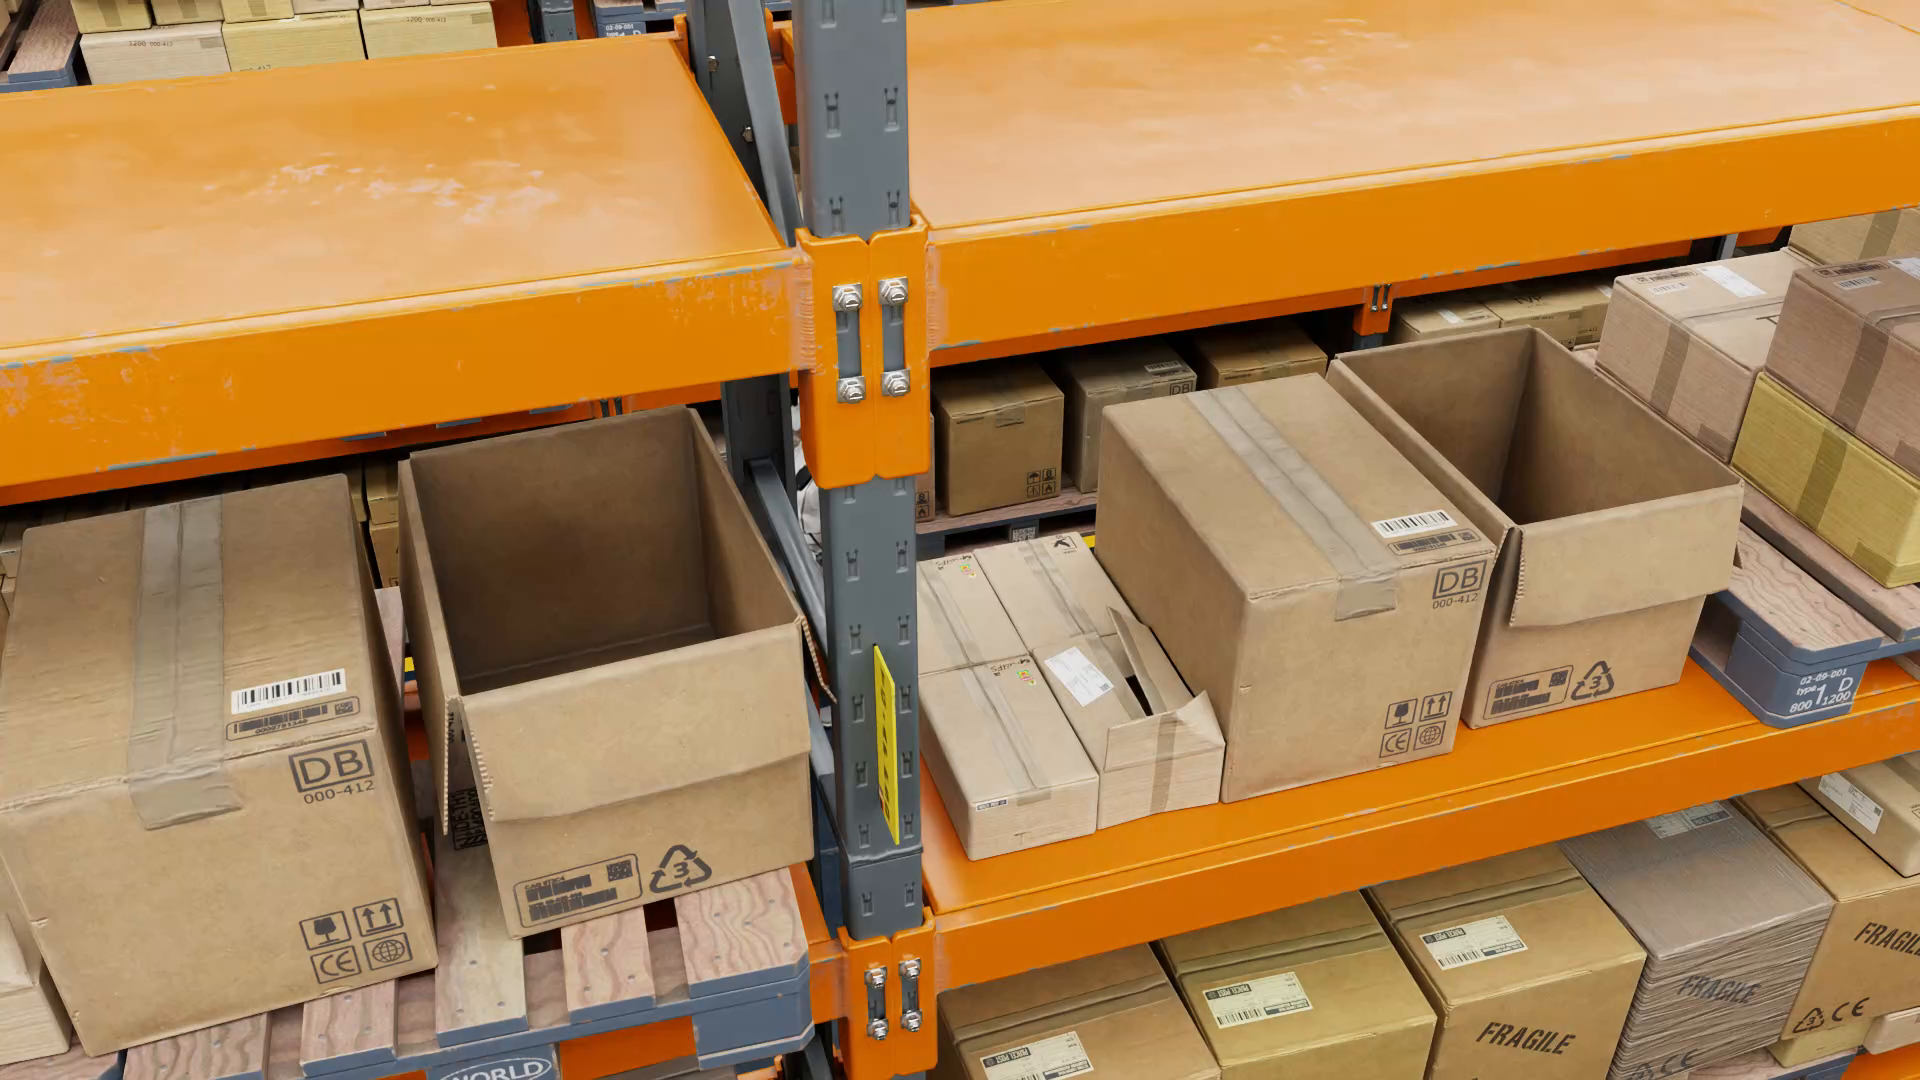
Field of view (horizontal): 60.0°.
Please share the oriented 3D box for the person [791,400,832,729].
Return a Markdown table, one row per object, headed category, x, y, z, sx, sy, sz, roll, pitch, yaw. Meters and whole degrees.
| category | x | y | z | sx | sy | sz | roll | pitch | yaw |
| --- | --- | --- | --- | --- | --- | --- | --- | --- | --- |
| person | -0.596 | 0.079 | 7.326 | 0.401 | 1.682 | 0.477 | -10 | 35 | -14 |
